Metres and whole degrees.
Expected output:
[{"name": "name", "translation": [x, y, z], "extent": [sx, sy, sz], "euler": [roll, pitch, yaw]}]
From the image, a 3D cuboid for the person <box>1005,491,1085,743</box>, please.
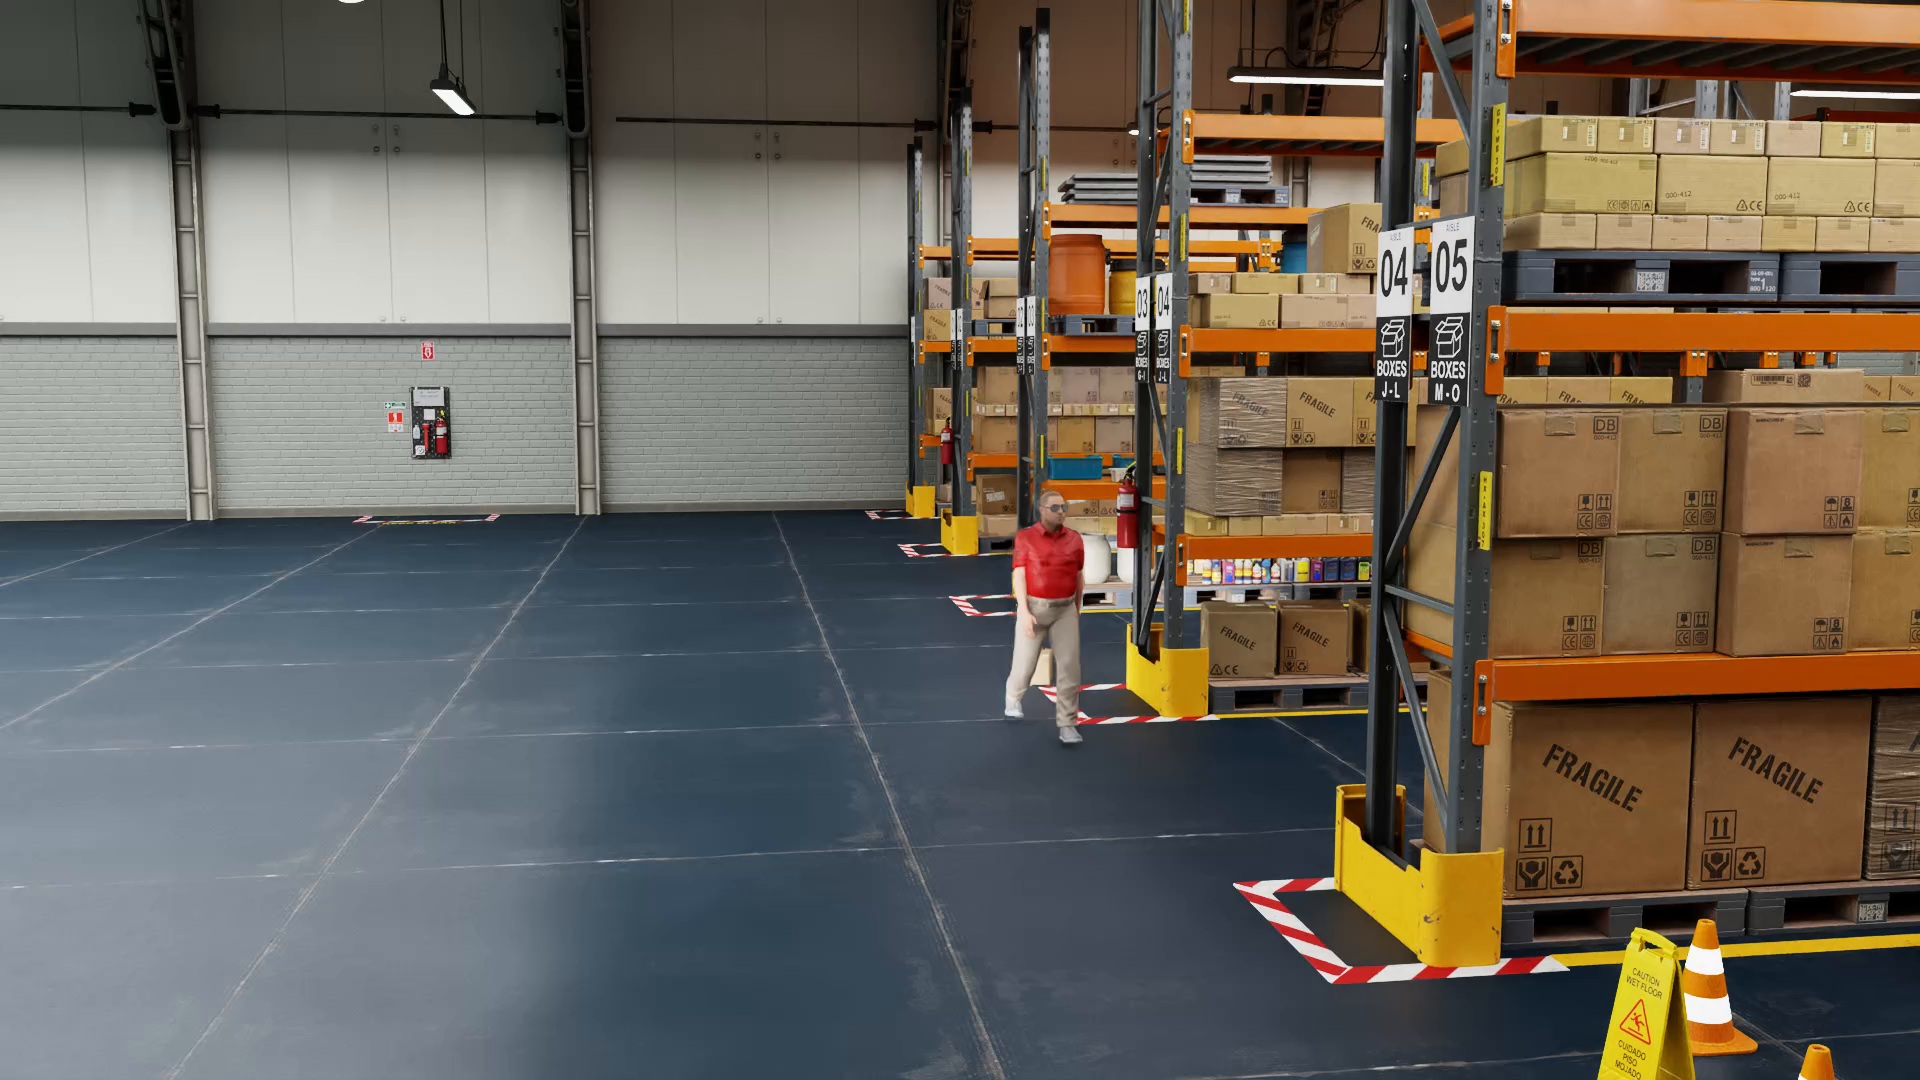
[{"name": "person", "translation": [0.612, 0.498, 11.391], "extent": [0.530, 1.673, 1.030], "euler": [-1, 7, -11]}]
